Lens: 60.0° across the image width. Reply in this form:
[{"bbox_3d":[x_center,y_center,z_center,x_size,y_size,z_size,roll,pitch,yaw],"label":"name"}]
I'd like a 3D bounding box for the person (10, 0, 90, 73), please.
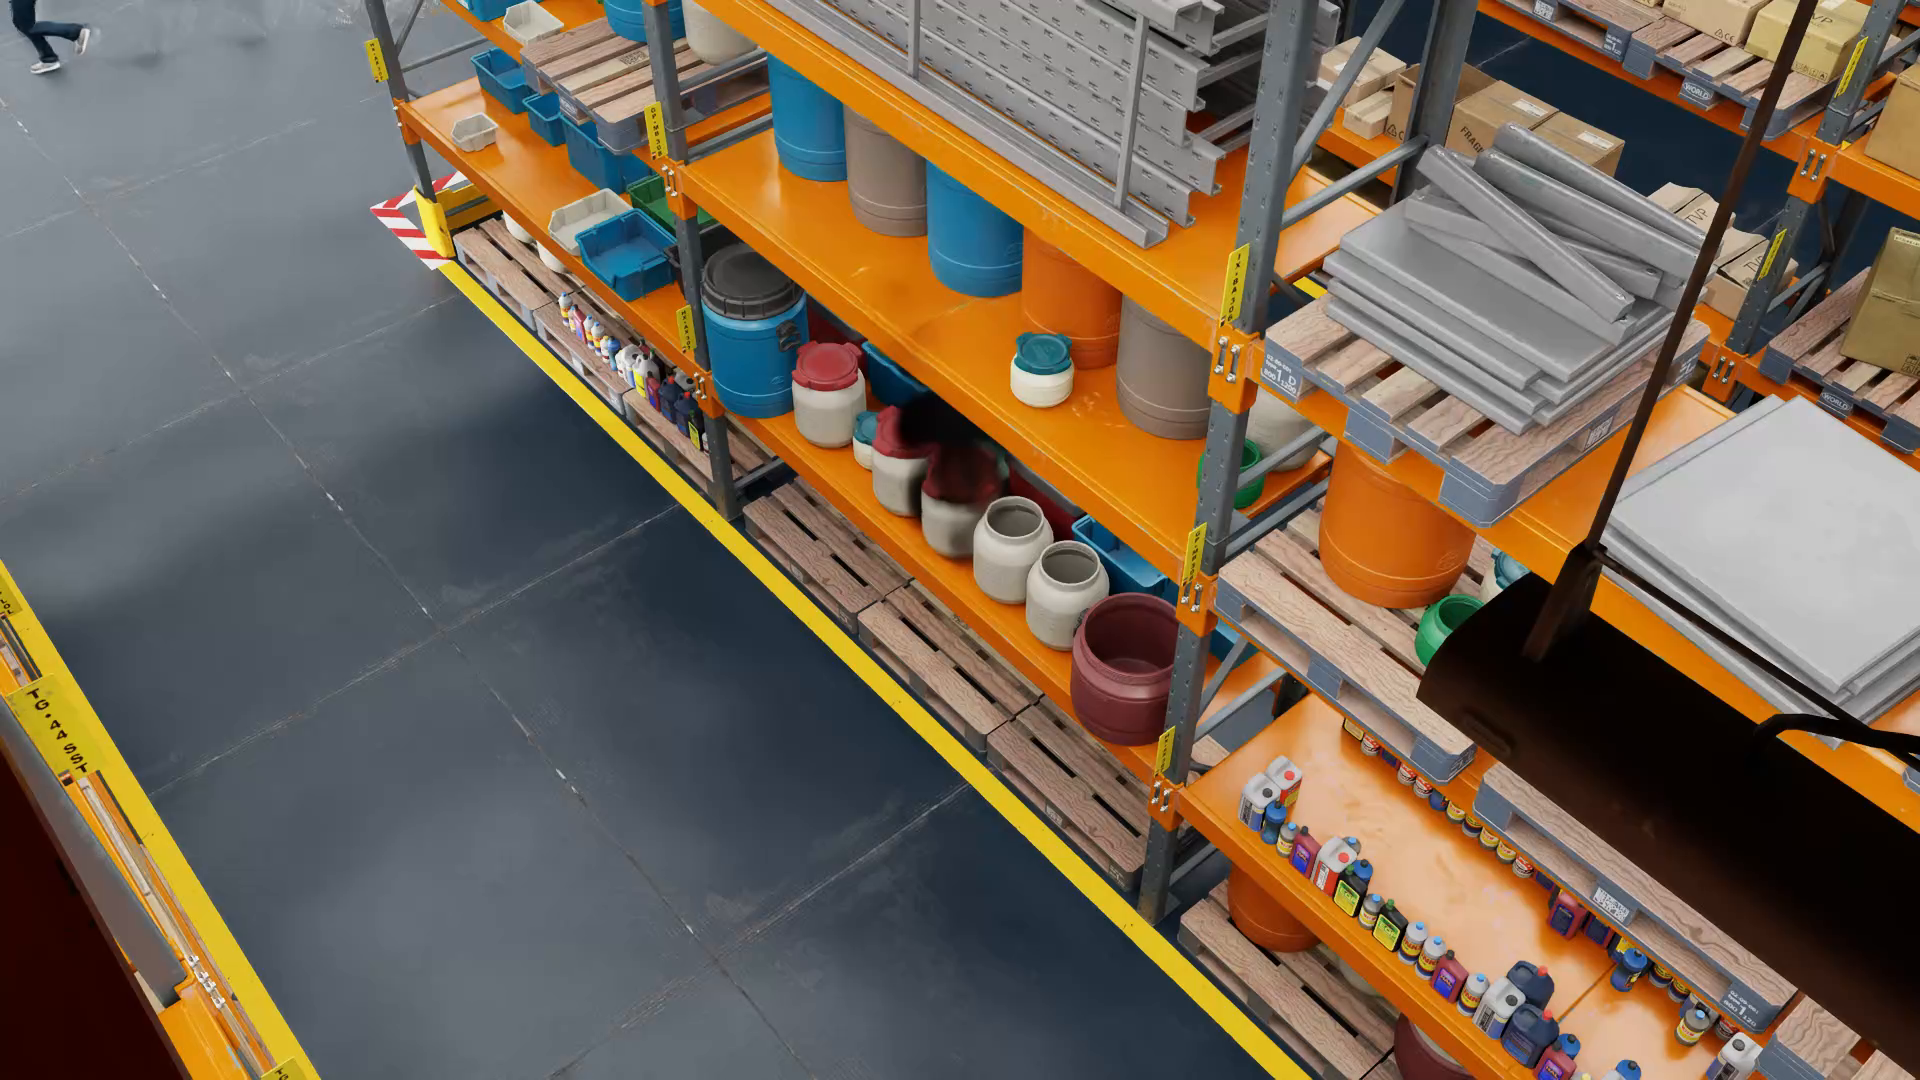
[{"bbox_3d":[-8.073,-4.792,14.472,0.636,1.573,0.539,-7,47,-6],"label":"person"}]
